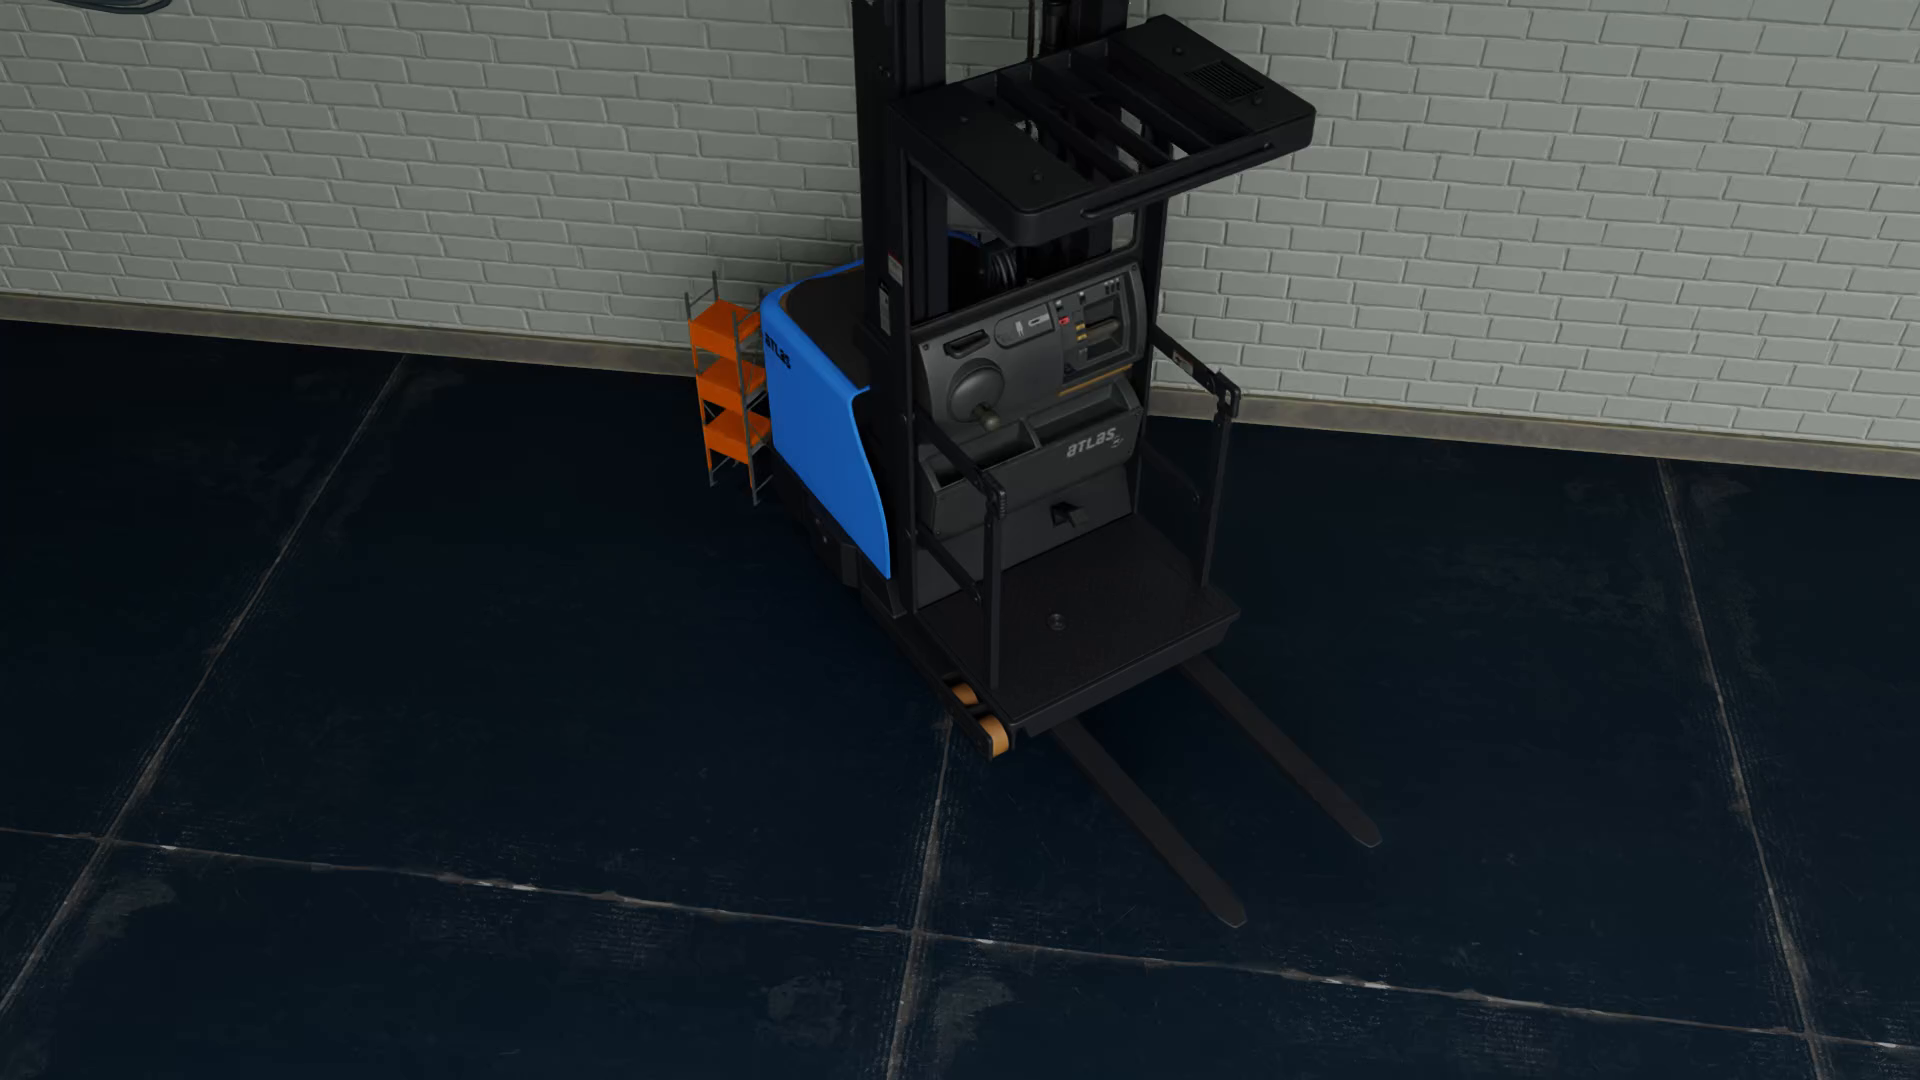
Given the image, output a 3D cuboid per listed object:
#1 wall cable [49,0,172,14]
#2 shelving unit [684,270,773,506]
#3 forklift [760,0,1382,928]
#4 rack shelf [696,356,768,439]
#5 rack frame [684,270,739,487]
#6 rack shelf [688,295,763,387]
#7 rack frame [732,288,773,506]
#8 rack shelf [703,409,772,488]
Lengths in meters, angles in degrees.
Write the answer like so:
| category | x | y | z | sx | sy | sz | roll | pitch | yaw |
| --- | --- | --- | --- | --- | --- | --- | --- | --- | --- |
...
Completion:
| category | x | y | z | sx | sy | sz | roll | pitch | yaw |
| --- | --- | --- | --- | --- | --- | --- | --- | --- | --- |
| wall cable | -4.719 | -3.229 | 6.374 | 3.097 | 2.526 | 0.112 | 5 | 44 | 6 |
| shelving unit | -0.967 | -0.636 | 7.158 | 0.252 | 1.050 | 0.215 | 23 | 48 | 22 |
| forklift | 0.385 | -0.606 | 5.758 | 1.130 | 2.935 | 3.031 | -24 | 48 | -23 |
| rack shelf | -0.967 | -0.628 | 7.166 | 0.240 | 0.259 | 0.215 | 23 | 48 | 22 |
| rack frame | -1.071 | -0.680 | 7.205 | 0.008 | 1.050 | 0.200 | 23 | 48 | 22 |
| rack shelf | -0.967 | -0.834 | 6.970 | 0.240 | 0.259 | 0.215 | 23 | 48 | 22 |
| rack frame | -0.863 | -0.592 | 7.112 | 0.008 | 1.050 | 0.200 | 23 | 48 | 22 |
| rack shelf | -0.967 | -0.427 | 7.357 | 0.240 | 0.259 | 0.215 | 23 | 48 | 22 |
